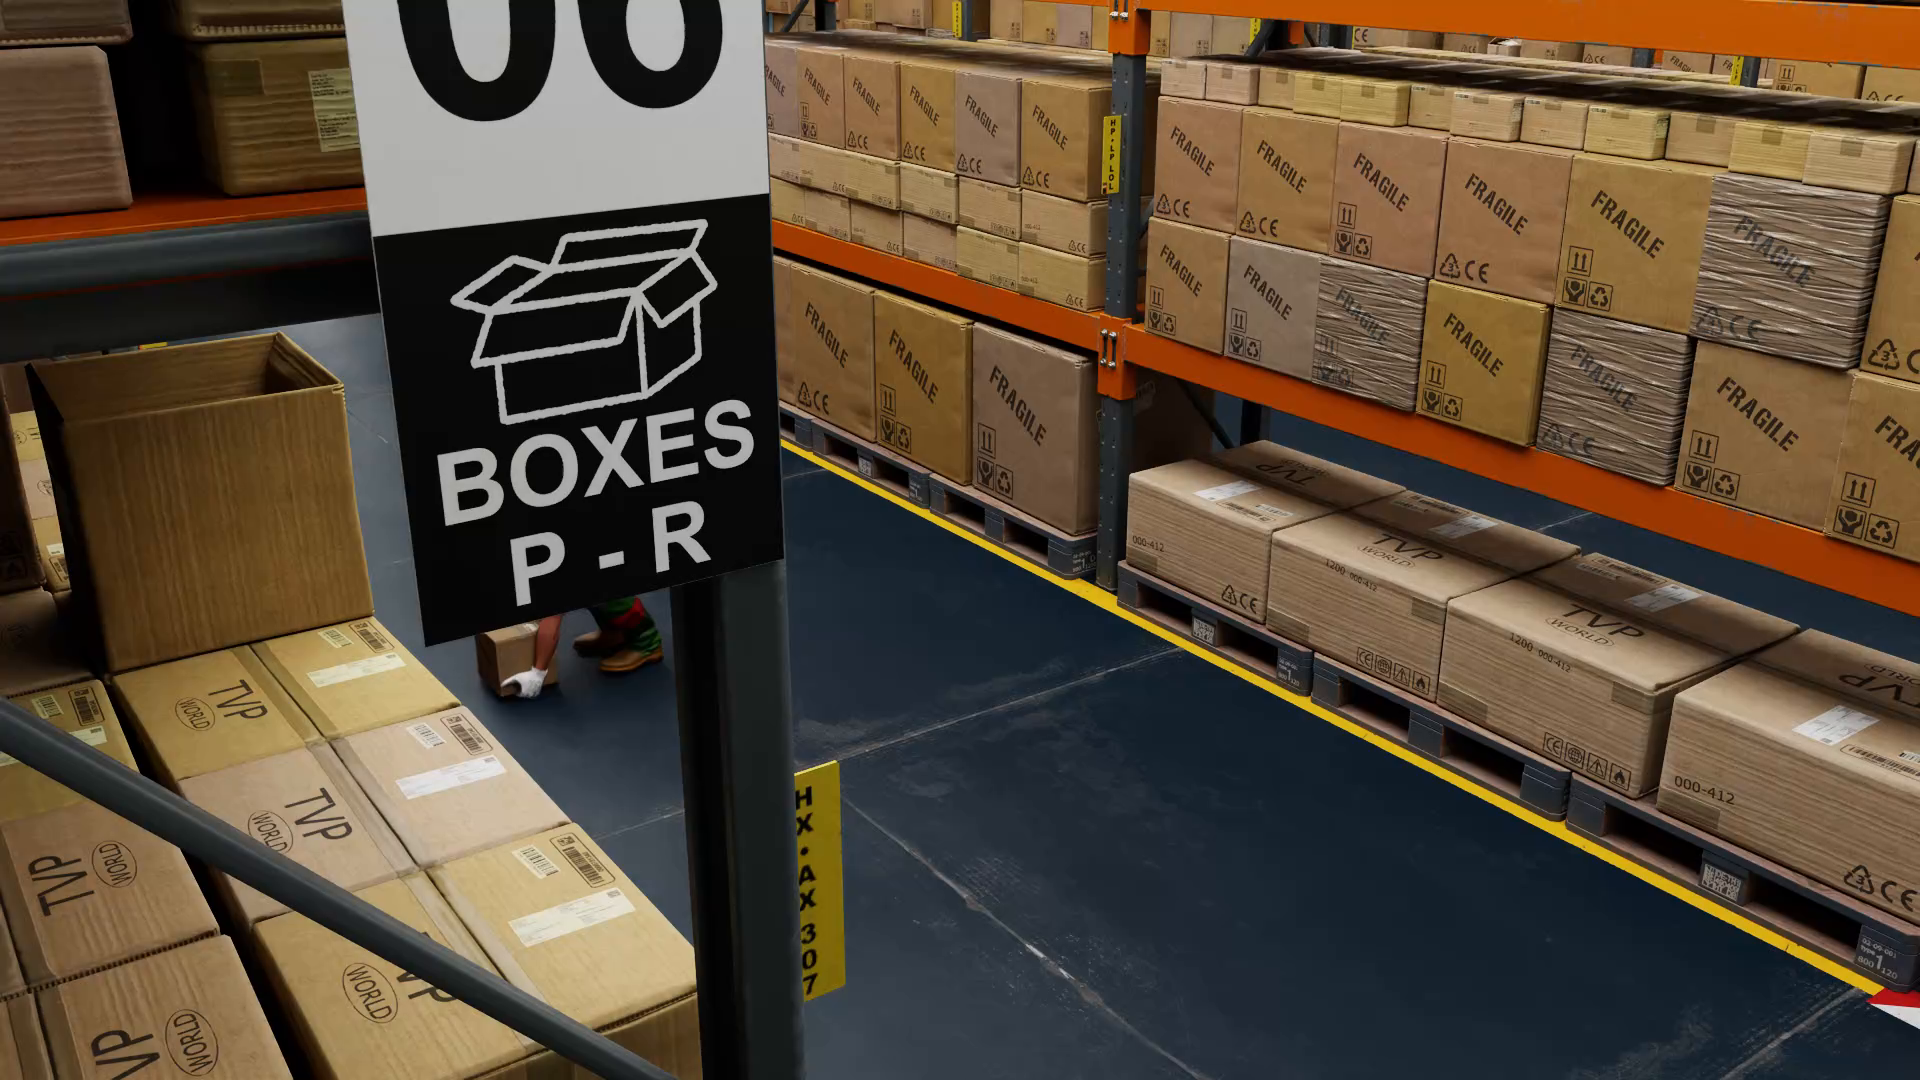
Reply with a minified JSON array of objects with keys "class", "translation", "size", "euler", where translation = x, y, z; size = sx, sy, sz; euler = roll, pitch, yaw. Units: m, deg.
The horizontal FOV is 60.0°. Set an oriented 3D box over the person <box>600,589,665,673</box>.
[{"class":"person","translation":[-1.444,-0.323,6.899],"size":[0.451,1.778,0.611],"euler":[-16,26,-36]}]
